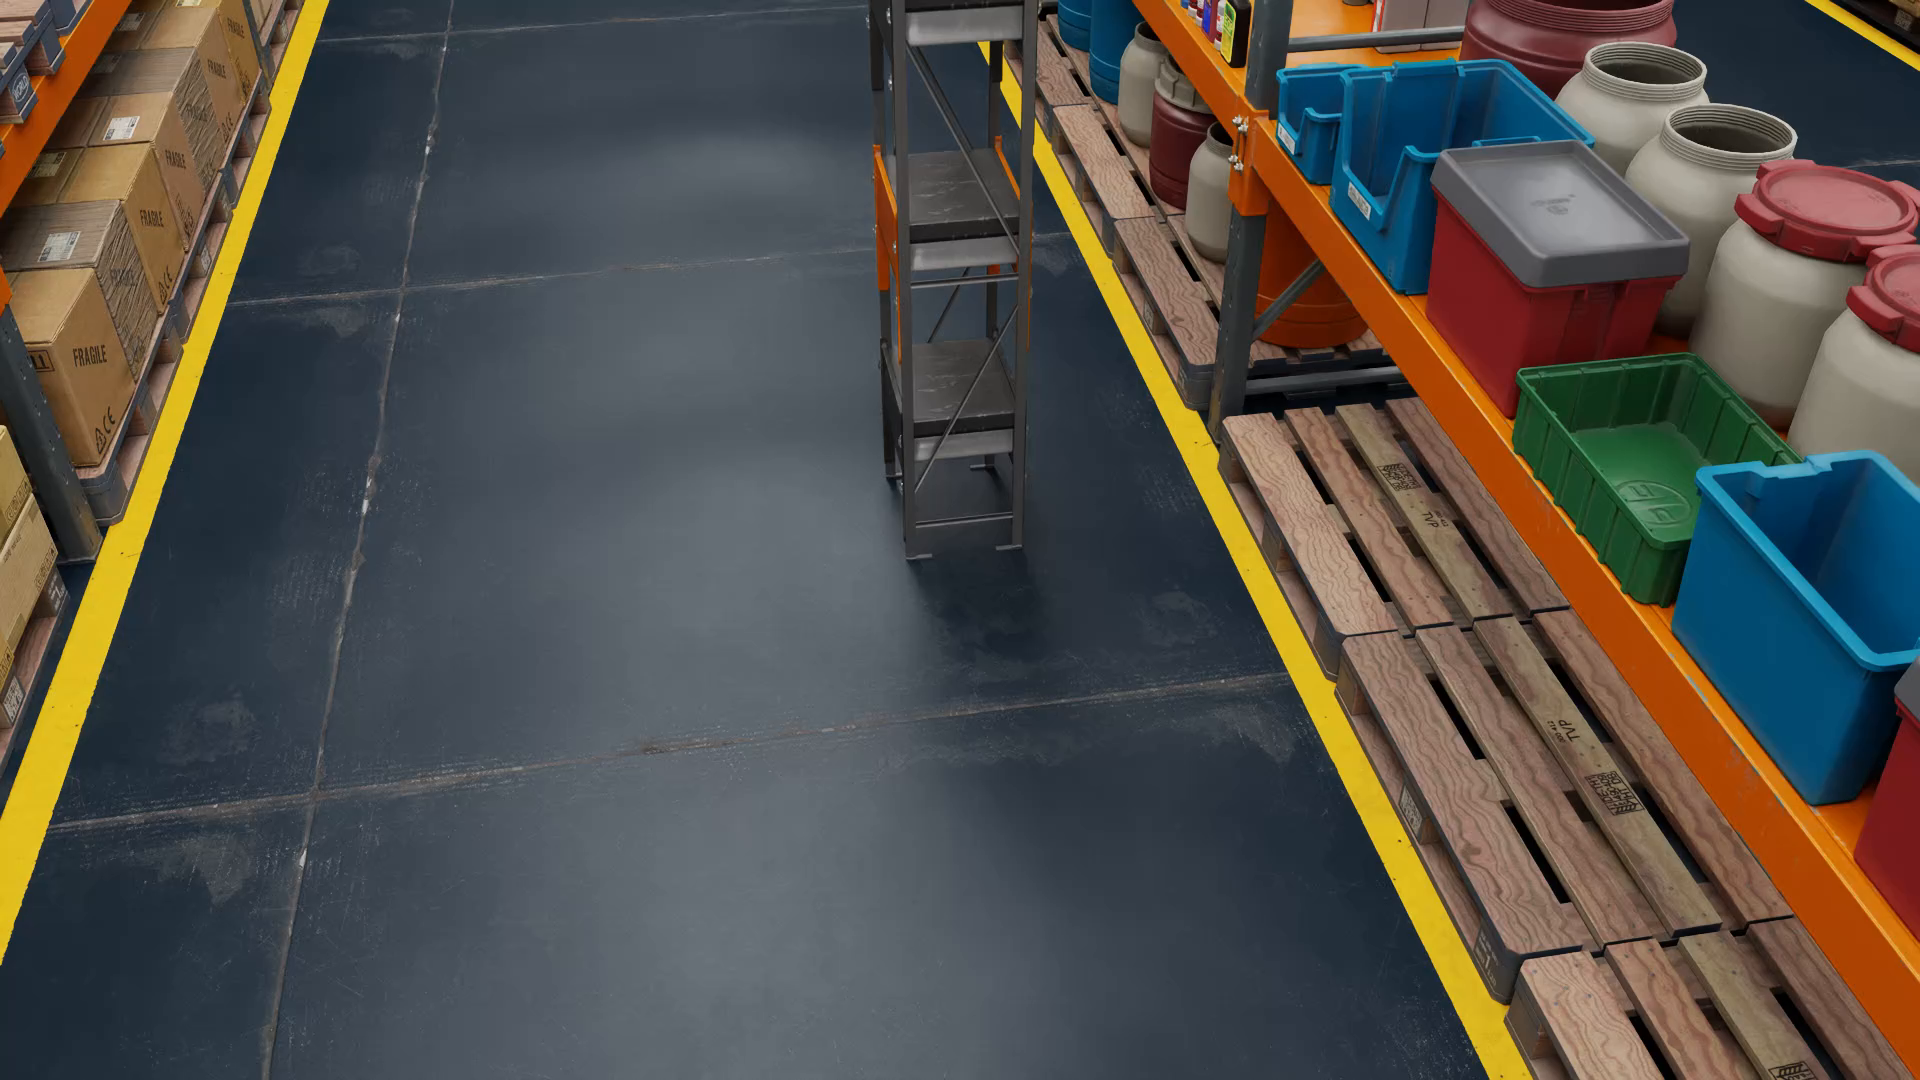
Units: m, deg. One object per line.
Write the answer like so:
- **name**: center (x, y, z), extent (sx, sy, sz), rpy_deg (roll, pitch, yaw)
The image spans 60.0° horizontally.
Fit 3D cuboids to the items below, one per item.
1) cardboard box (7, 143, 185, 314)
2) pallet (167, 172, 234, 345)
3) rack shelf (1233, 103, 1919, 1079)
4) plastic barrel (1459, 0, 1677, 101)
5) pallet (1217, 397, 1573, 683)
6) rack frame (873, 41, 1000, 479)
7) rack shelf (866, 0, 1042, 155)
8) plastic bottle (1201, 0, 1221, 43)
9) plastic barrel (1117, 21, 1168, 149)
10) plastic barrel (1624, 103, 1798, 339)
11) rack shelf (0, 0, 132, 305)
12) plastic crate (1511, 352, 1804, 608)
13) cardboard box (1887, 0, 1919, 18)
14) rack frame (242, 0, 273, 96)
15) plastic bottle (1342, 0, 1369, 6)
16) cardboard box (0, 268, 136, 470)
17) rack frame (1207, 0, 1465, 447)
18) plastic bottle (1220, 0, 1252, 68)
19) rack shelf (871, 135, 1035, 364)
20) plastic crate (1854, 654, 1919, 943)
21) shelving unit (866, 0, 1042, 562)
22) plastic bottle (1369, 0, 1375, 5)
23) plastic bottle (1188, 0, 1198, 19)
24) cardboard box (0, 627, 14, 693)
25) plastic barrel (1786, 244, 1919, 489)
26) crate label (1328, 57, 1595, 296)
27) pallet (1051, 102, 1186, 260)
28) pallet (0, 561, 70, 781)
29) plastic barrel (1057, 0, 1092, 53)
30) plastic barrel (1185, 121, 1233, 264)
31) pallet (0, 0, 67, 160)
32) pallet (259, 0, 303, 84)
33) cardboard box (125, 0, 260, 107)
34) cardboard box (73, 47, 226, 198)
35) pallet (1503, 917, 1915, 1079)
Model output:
- **cardboard box**: center (-3.419, -1.203, 6.533), extent (0.500, 0.500, 0.500), rpy_deg (-7, 38, -9)
- **pallet**: center (-3.744, -1.181, 7.098), extent (1.003, 0.211, 1.213), rpy_deg (-6, 38, -8)
- **rack shelf**: center (1.788, -0.130, 4.059), extent (1.077, 0.370, 4.000), rpy_deg (-6, 38, -8)
- **plastic barrel**: center (1.817, -1.429, 5.033), extent (0.600, 0.536, 0.708), rpy_deg (-6, 38, -8)
- **pallet**: center (1.535, -0.049, 5.641), extent (1.003, 0.211, 1.213), rpy_deg (-6, 38, -8)
- **rack frame**: center (-0.072, -1.077, 5.424), extent (0.400, 2.100, 0.015), rpy_deg (-6, 38, -8)
- **rack shelf**: center (-0.029, -1.471, 4.813), extent (0.431, 0.518, 0.480), rpy_deg (-6, 38, -8)
- **plastic bottle**: center (0.906, -1.914, 5.864), extent (0.061, 0.283, 0.133), rpy_deg (-6, 38, -8)
- **plastic barrel**: center (0.950, -2.113, 7.711), extent (0.421, 0.512, 0.421), rpy_deg (0, 38, 0)
- **plastic barrel**: center (1.902, -0.814, 4.262), extent (0.421, 0.512, 0.421), rpy_deg (0, 38, 0)
- **rack shelf**: center (-3.791, -2.016, 6.486), extent (1.077, 0.370, 4.000), rpy_deg (-6, 38, -8)
- **plastic crate**: center (1.555, -0.144, 3.664), extent (0.450, 0.188, 0.662), rpy_deg (-6, 38, -8)
- **cardboard box**: center (5.744, -3.514, 9.217), extent (1.225, 0.875, 0.875), rpy_deg (-6, 38, -8)
- **rack frame**: center (-4.141, -3.508, 7.821), extent (1.000, 3.000, 0.127), rpy_deg (-6, 38, -8)
- **plastic bottle**: center (1.479, -2.095, 6.164), extent (0.097, 0.201, 0.097), rpy_deg (0, 38, 0)
- **cardboard box**: center (-3.238, -0.584, 5.736), extent (0.500, 0.500, 0.500), rpy_deg (-5, 38, -6)
- **rack frame**: center (1.437, -1.623, 5.394), extent (1.000, 3.000, 0.127), rpy_deg (-6, 38, -8)
- **plastic bottle**: center (0.946, -1.775, 5.685), extent (0.061, 0.283, 0.133), rpy_deg (-6, 38, -8)
- **rack shelf**: center (-0.029, -0.918, 5.243), extent (0.431, 0.518, 0.480), rpy_deg (-6, 38, -8)
- **plastic crate**: center (1.752, 0.509, 2.598), extent (0.402, 0.464, 0.583), rpy_deg (-6, 38, -8)
- **shelving unit**: center (-0.029, -0.929, 5.235), extent (0.431, 2.100, 0.503), rpy_deg (-6, 38, -8)
- **plastic bottle**: center (1.599, -2.149, 6.173), extent (0.152, 0.276, 0.135), rpy_deg (-6, 38, -8)
- **plastic bottle**: center (0.887, -2.012, 6.057), extent (0.097, 0.201, 0.097), rpy_deg (0, 38, 0)
- **cardboard box**: center (-3.014, 0.430, 4.650), extent (0.500, 0.250, 0.500), rpy_deg (-7, 38, -8)
- **plastic barrel**: center (2.058, -0.305, 3.587), extent (0.433, 0.535, 0.433), rpy_deg (0, 38, 0)
- **crate label**: center (1.345, -1.007, 4.573), extent (0.502, 0.435, 0.616), rpy_deg (-6, 38, -8)
- **pallet**: center (1.048, -1.728, 7.803), extent (1.003, 0.211, 1.213), rpy_deg (-6, 38, -8)
- **pallet**: center (-3.334, 0.511, 4.921), extent (1.003, 0.211, 1.213), rpy_deg (-6, 38, -8)
- **plastic barrel**: center (0.815, -3.045, 8.593), extent (0.600, 0.901, 0.708), rpy_deg (-6, 38, -8)
- **plastic barrel**: center (1.148, -1.431, 6.833), extent (0.421, 0.512, 0.421), rpy_deg (0, 38, 0)
- **pallet**: center (-3.628, -1.418, 5.287), extent (1.213, 0.211, 1.003), rpy_deg (-6, 38, -8)
- **pallet**: center (-4.261, -2.822, 9.210), extent (1.003, 0.211, 1.213), rpy_deg (-6, 38, -8)
- **cardboard box**: center (-3.773, -2.427, 8.109), extent (0.500, 0.500, 0.500), rpy_deg (-6, 38, -8)
- **cardboard box**: center (-3.607, -1.825, 7.333), extent (0.500, 0.500, 0.500), rpy_deg (-6, 38, -7)
- **pallet**: center (1.963, 1.424, 3.744), extent (1.003, 0.211, 1.213), rpy_deg (-6, 38, -8)
